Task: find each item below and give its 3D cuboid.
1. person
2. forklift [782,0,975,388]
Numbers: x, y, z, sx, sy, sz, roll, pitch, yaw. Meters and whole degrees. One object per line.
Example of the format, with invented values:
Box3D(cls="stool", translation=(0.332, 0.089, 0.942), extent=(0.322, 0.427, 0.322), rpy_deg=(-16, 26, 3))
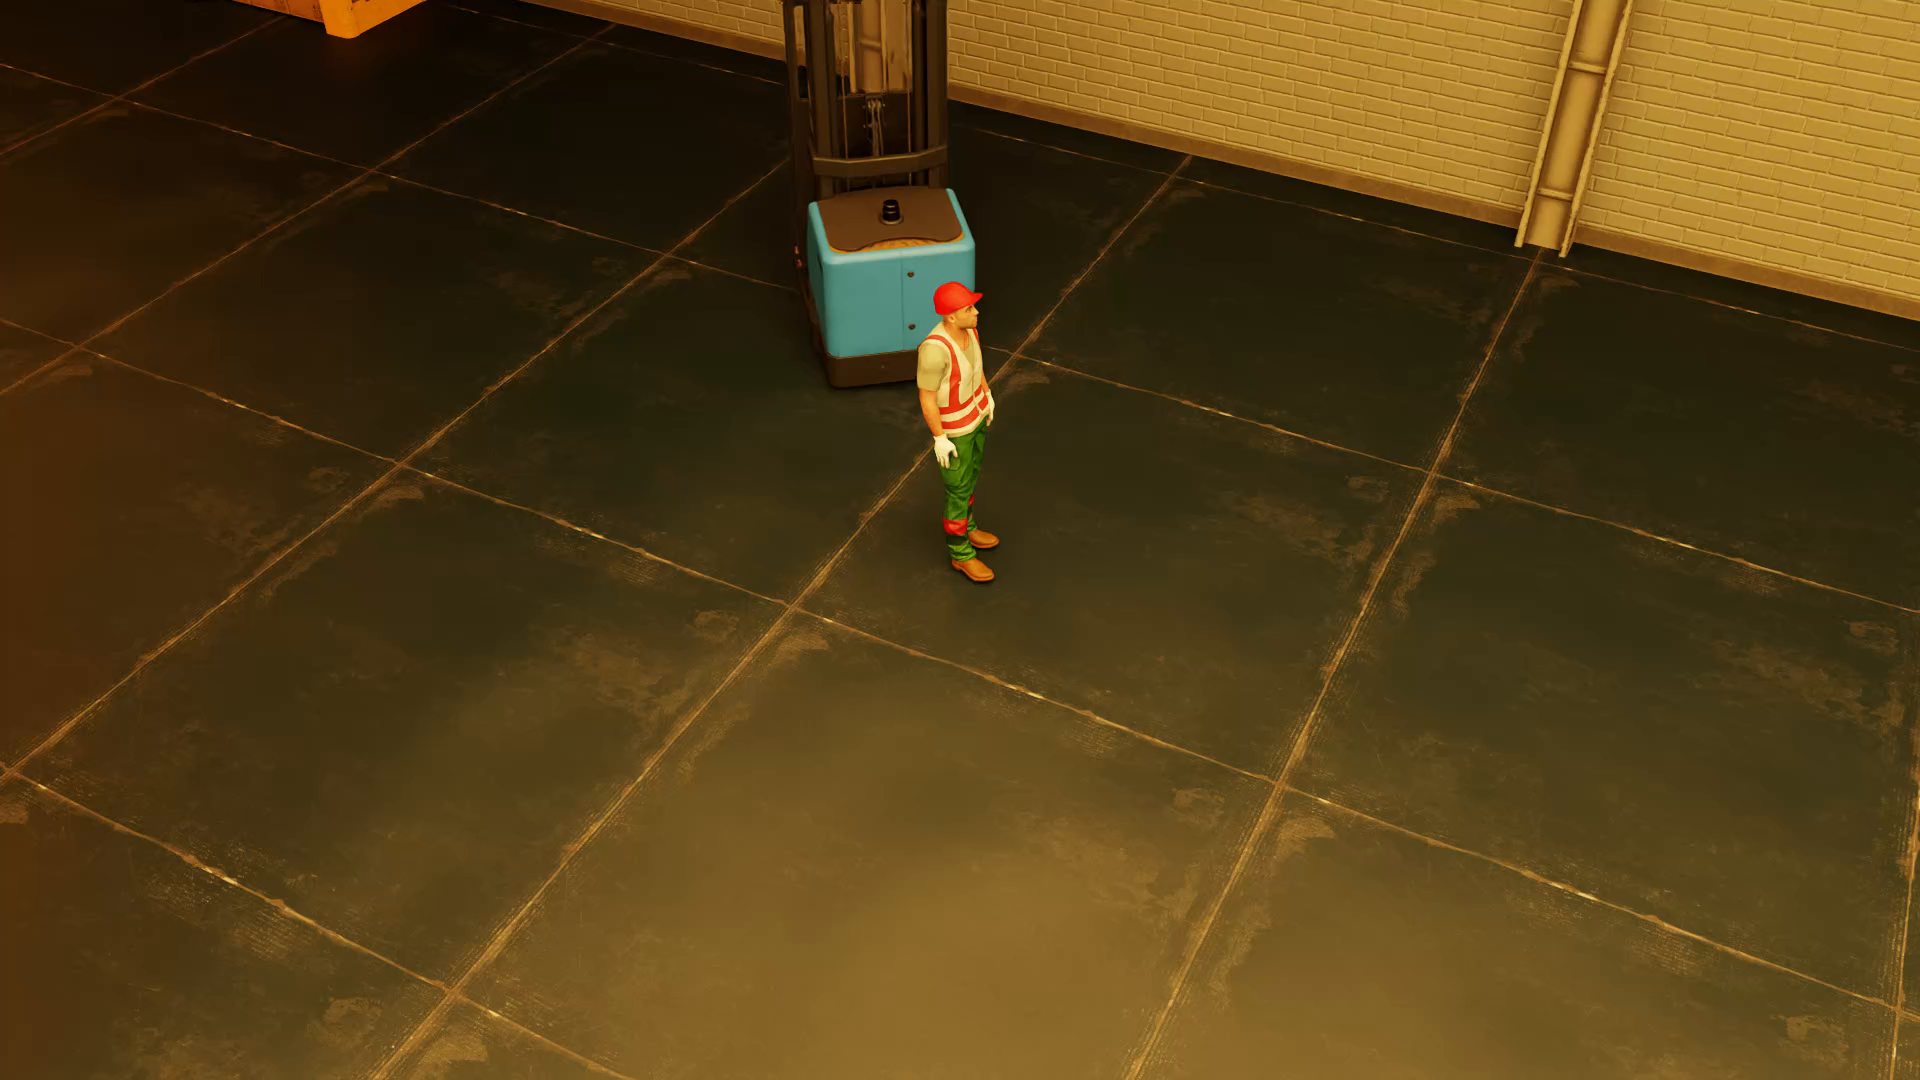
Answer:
Box3D(cls="person", translation=(0.067, -0.660, 9.645), extent=(0.562, 1.789, 0.638), rpy_deg=(18, 43, 21))
Box3D(cls="forklift", translation=(-0.680, -3.120, 11.691), extent=(1.130, 2.935, 3.031), rpy_deg=(-7, 41, -9))
